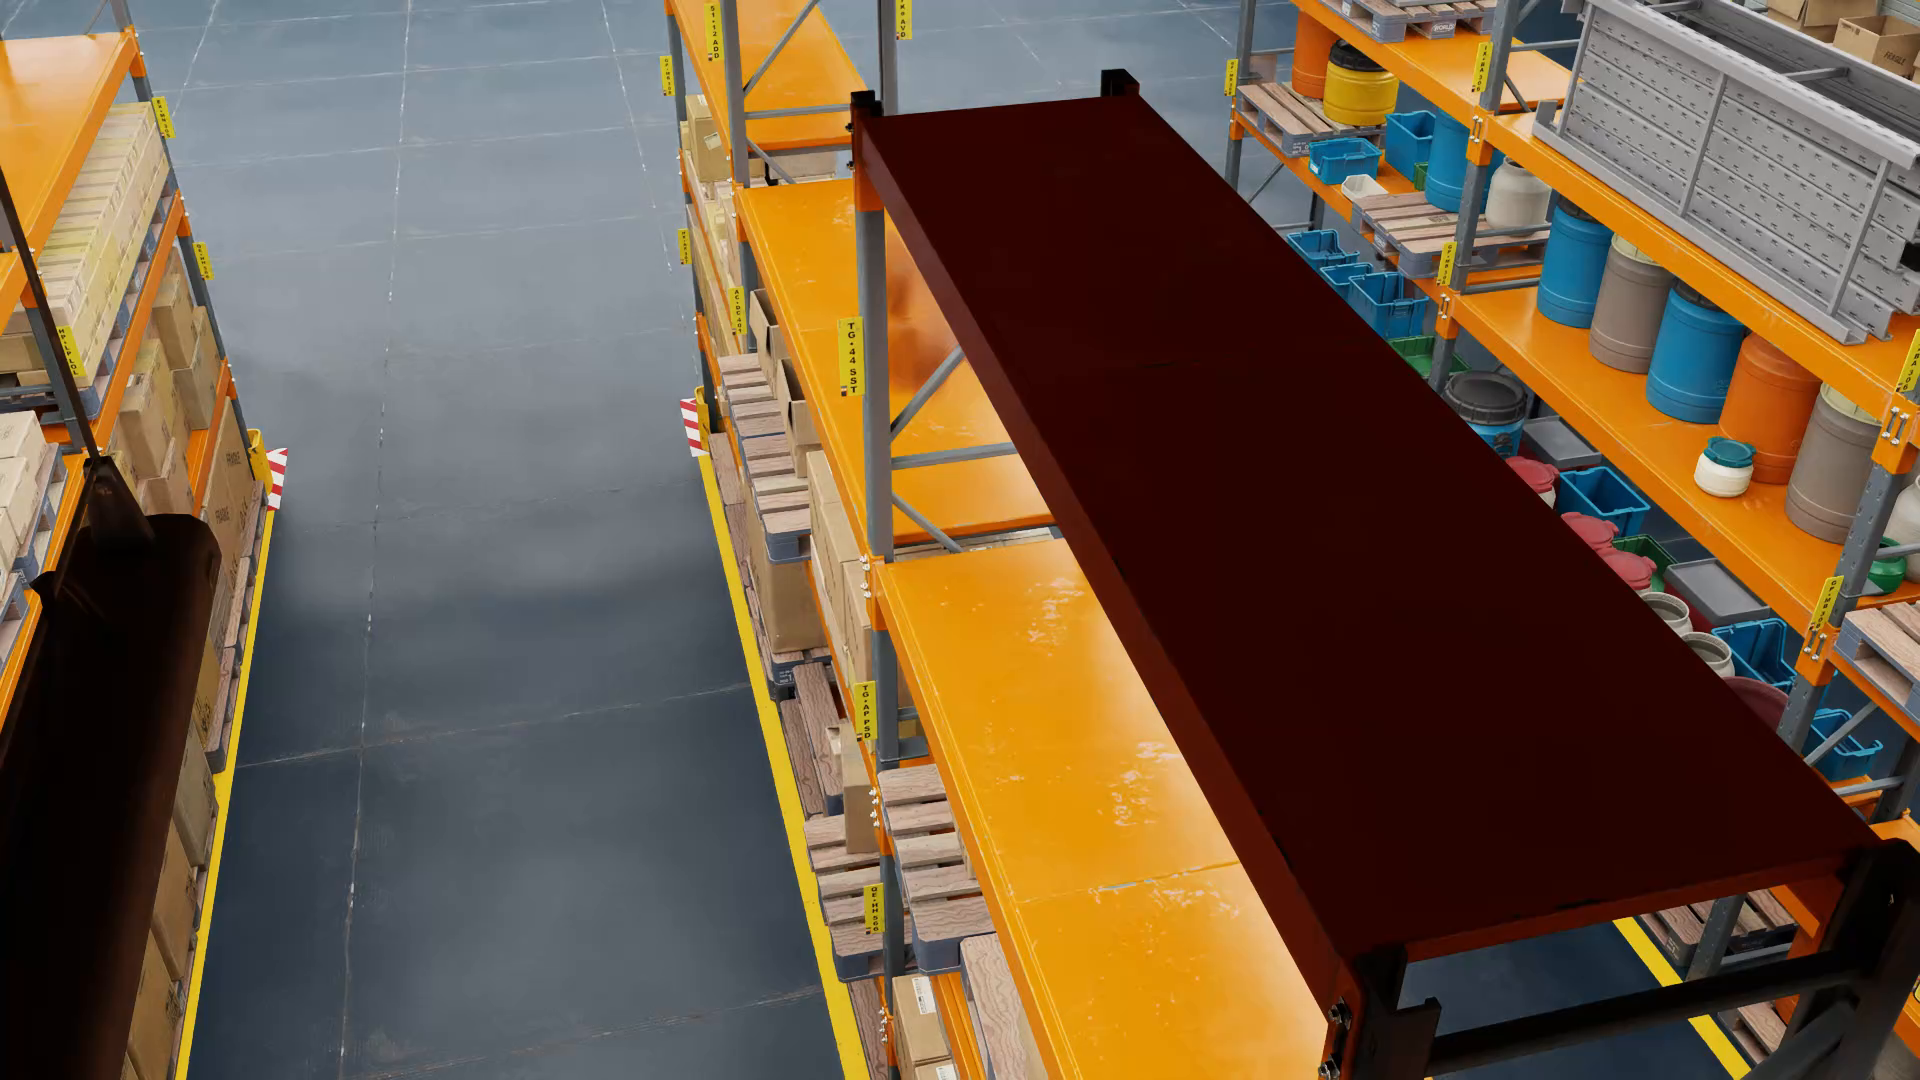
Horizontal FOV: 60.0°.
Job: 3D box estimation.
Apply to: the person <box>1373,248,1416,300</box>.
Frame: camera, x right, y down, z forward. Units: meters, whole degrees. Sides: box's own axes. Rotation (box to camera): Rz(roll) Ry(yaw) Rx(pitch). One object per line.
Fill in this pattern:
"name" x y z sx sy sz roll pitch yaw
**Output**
"person" 4.331 -2.521 16.237 0.703 1.845 0.794 -22 40 -29
